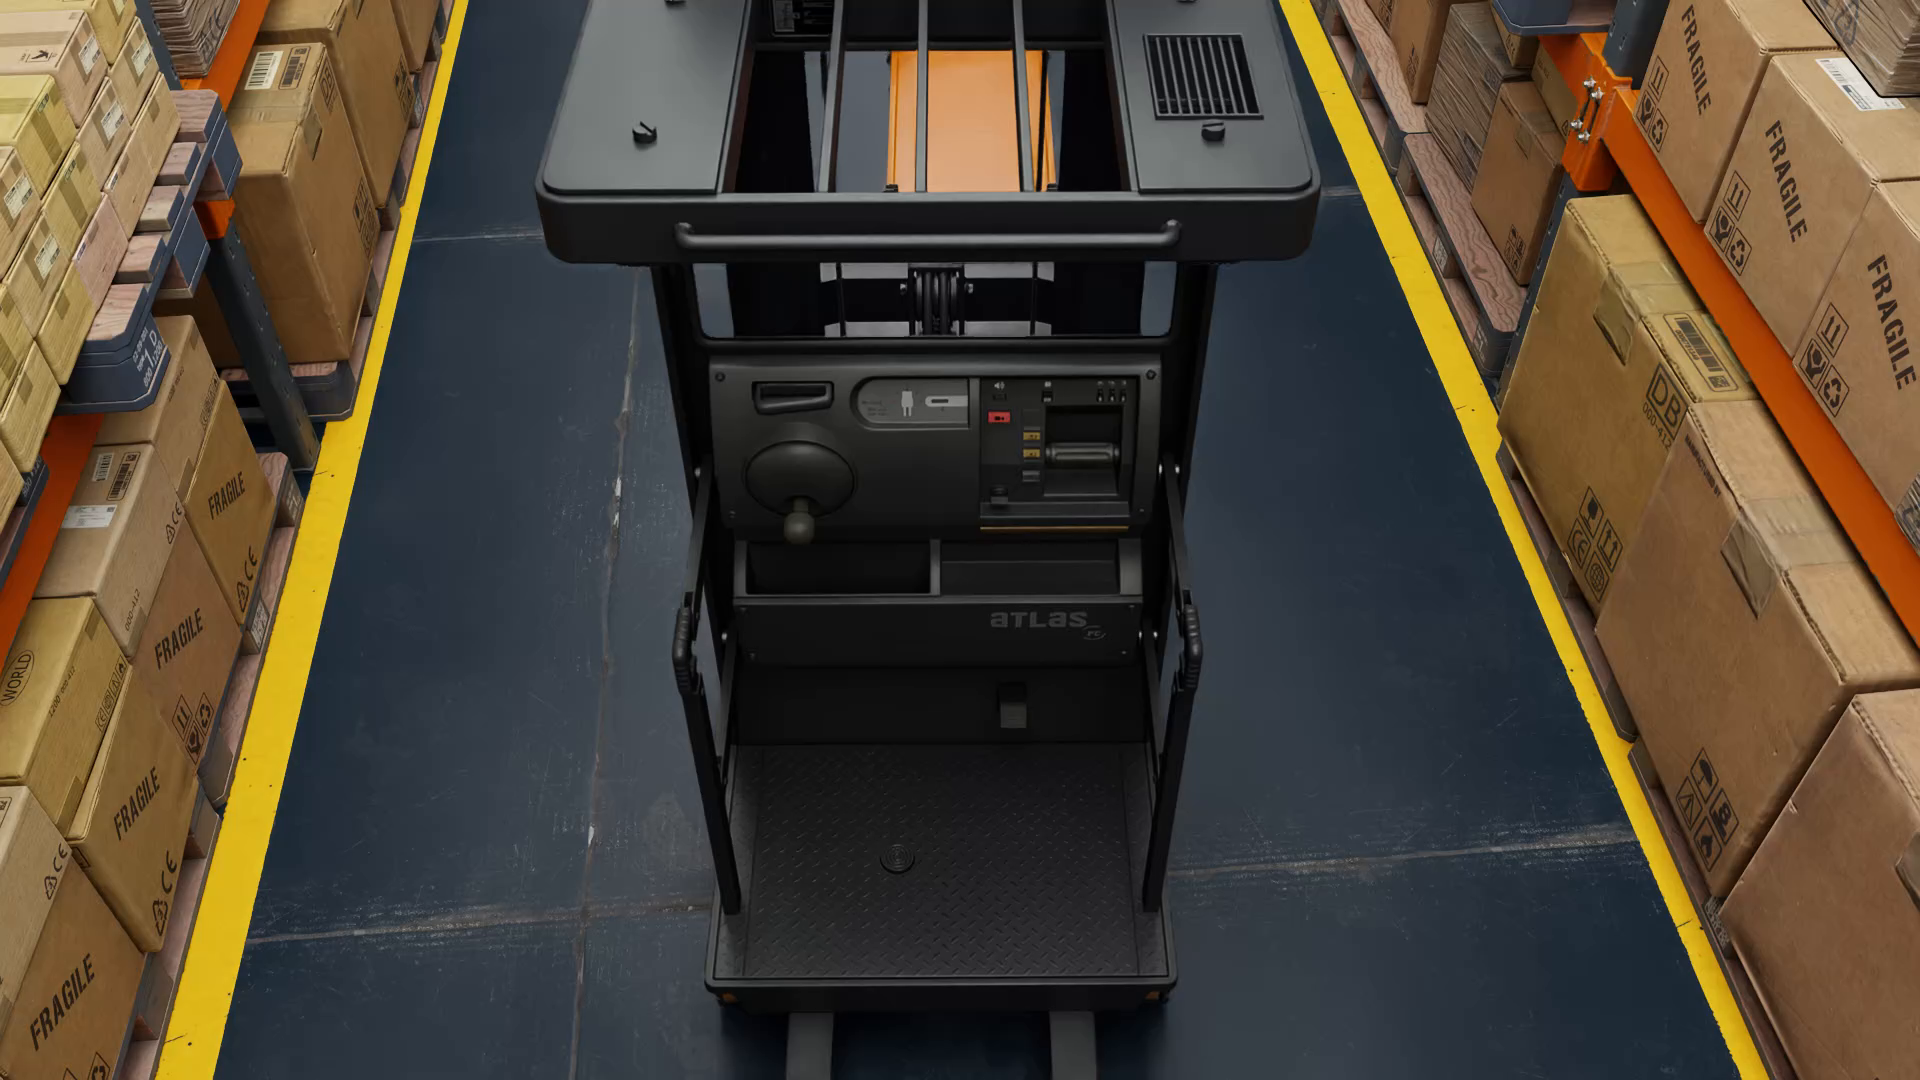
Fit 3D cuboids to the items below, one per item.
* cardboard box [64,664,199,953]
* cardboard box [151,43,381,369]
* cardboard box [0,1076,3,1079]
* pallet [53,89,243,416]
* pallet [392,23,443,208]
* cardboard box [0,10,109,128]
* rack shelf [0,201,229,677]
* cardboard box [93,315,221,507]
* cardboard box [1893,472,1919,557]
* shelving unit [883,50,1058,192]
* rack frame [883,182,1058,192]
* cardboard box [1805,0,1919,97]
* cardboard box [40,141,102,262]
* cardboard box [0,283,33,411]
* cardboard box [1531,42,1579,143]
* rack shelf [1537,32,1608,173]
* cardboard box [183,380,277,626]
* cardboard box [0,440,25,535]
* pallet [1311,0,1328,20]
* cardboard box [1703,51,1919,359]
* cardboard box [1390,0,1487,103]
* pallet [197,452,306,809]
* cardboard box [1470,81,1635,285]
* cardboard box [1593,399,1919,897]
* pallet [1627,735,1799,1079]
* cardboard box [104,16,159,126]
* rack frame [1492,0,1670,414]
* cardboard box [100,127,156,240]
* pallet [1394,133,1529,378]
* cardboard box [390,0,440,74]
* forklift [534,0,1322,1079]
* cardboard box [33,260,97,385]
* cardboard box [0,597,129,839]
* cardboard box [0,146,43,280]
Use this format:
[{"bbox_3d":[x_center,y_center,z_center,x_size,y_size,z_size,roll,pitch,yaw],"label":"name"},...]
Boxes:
[{"bbox_3d":[-2.206,0.668,3.984,0.500,0.500,0.500,-5,47,-5],"label":"cardboard box"},{"bbox_3d":[-2.583,-1.082,5.469,1.050,0.750,0.750,-4,47,-4],"label":"cardboard box"},{"bbox_3d":[-2.130,1.411,3.280,0.500,0.500,0.500,-2,47,-1],"label":"cardboard box"},{"bbox_3d":[-2.456,-0.690,3.970,1.213,0.211,1.003,-3,47,-3],"label":"pallet"},{"bbox_3d":[-2.712,-1.762,6.773,1.003,0.211,1.213,-3,47,-3],"label":"pallet"},{"bbox_3d":[-2.105,-1.019,3.623,0.380,0.149,0.250,-4,47,-4],"label":"cardboard box"},{"bbox_3d":[-2.454,0.429,3.273,1.077,0.370,4.000,-3,47,-3],"label":"rack shelf"},{"bbox_3d":[-2.303,-0.329,4.412,0.500,0.250,0.500,-4,47,-4],"label":"cardboard box"},{"bbox_3d":[2.231,-0.054,3.167,0.500,0.500,0.500,-3,47,-3],"label":"cardboard box"},{"bbox_3d":[0.031,-0.972,5.395,0.538,1.125,1.048,0,47,0],"label":"shelving unit"},{"bbox_3d":[0.035,-0.603,5.046,0.500,1.125,0.032,0,47,0],"label":"rack frame"},{"bbox_3d":[2.374,-1.343,3.696,0.797,0.503,0.637,-2,47,-2],"label":"cardboard box"},{"bbox_3d":[-2.078,-0.712,3.538,0.380,0.149,0.250,-2,47,-2],"label":"cardboard box"},{"bbox_3d":[-2.039,-0.351,3.196,0.380,0.149,0.250,-4,47,-4],"label":"cardboard box"},{"bbox_3d":[2.243,-1.526,5.531,0.500,0.250,0.500,-2,47,-2],"label":"cardboard box"},{"bbox_3d":[2.162,-2.693,6.230,1.077,0.370,4.000,-3,47,-3],"label":"rack shelf"},{"bbox_3d":[-2.306,-0.090,4.701,0.500,0.500,0.500,-4,47,-3],"label":"cardboard box"},{"bbox_3d":[-2.020,-0.066,3.130,0.380,0.149,0.250,-2,47,-2],"label":"cardboard box"},{"bbox_3d":[2.061,-2.865,7.818,1.003,0.211,1.213,-3,47,-3],"label":"pallet"},{"bbox_3d":[2.144,-0.787,3.860,0.500,0.500,0.500,-5,47,-4],"label":"cardboard box"},{"bbox_3d":[2.140,-2.079,6.572,0.700,0.500,0.500,0,47,0],"label":"cardboard box"},{"bbox_3d":[-2.558,0.259,4.859,1.003,0.211,1.213,-3,47,-3],"label":"pallet"},{"bbox_3d":[2.253,-1.269,5.804,0.700,0.500,0.500,-6,47,-5],"label":"cardboard box"},{"bbox_3d":[2.433,0.239,4.132,1.225,0.875,0.875,-3,47,-3],"label":"cardboard box"},{"bbox_3d":[2.419,0.921,4.232,1.003,0.211,1.213,-3,47,-3],"label":"pallet"},{"bbox_3d":[-2.127,-1.096,3.901,0.380,0.149,0.250,-3,47,-2],"label":"cardboard box"},{"bbox_3d":[2.329,-1.494,4.599,1.000,3.000,0.127,-3,47,-3],"label":"rack frame"},{"bbox_3d":[-2.103,-0.814,3.839,0.380,0.149,0.250,-4,47,-3],"label":"cardboard box"},{"bbox_3d":[2.265,-1.100,6.147,1.003,0.211,1.213,-3,47,-3],"label":"pallet"},{"bbox_3d":[-2.738,-2.388,6.706,1.050,0.750,0.750,-3,47,-3],"label":"cardboard box"},{"bbox_3d":[-0.046,-0.092,3.318,1.130,2.935,3.031,0,47,0],"label":"forklift"},{"bbox_3d":[-2.064,-0.448,3.492,0.380,0.149,0.250,-4,47,-4],"label":"cardboard box"},{"bbox_3d":[-2.223,0.404,3.717,0.500,0.250,0.500,-2,47,-2],"label":"cardboard box"},{"bbox_3d":[-2.057,-0.637,3.261,0.380,0.149,0.250,-2,47,-2],"label":"cardboard box"}]
